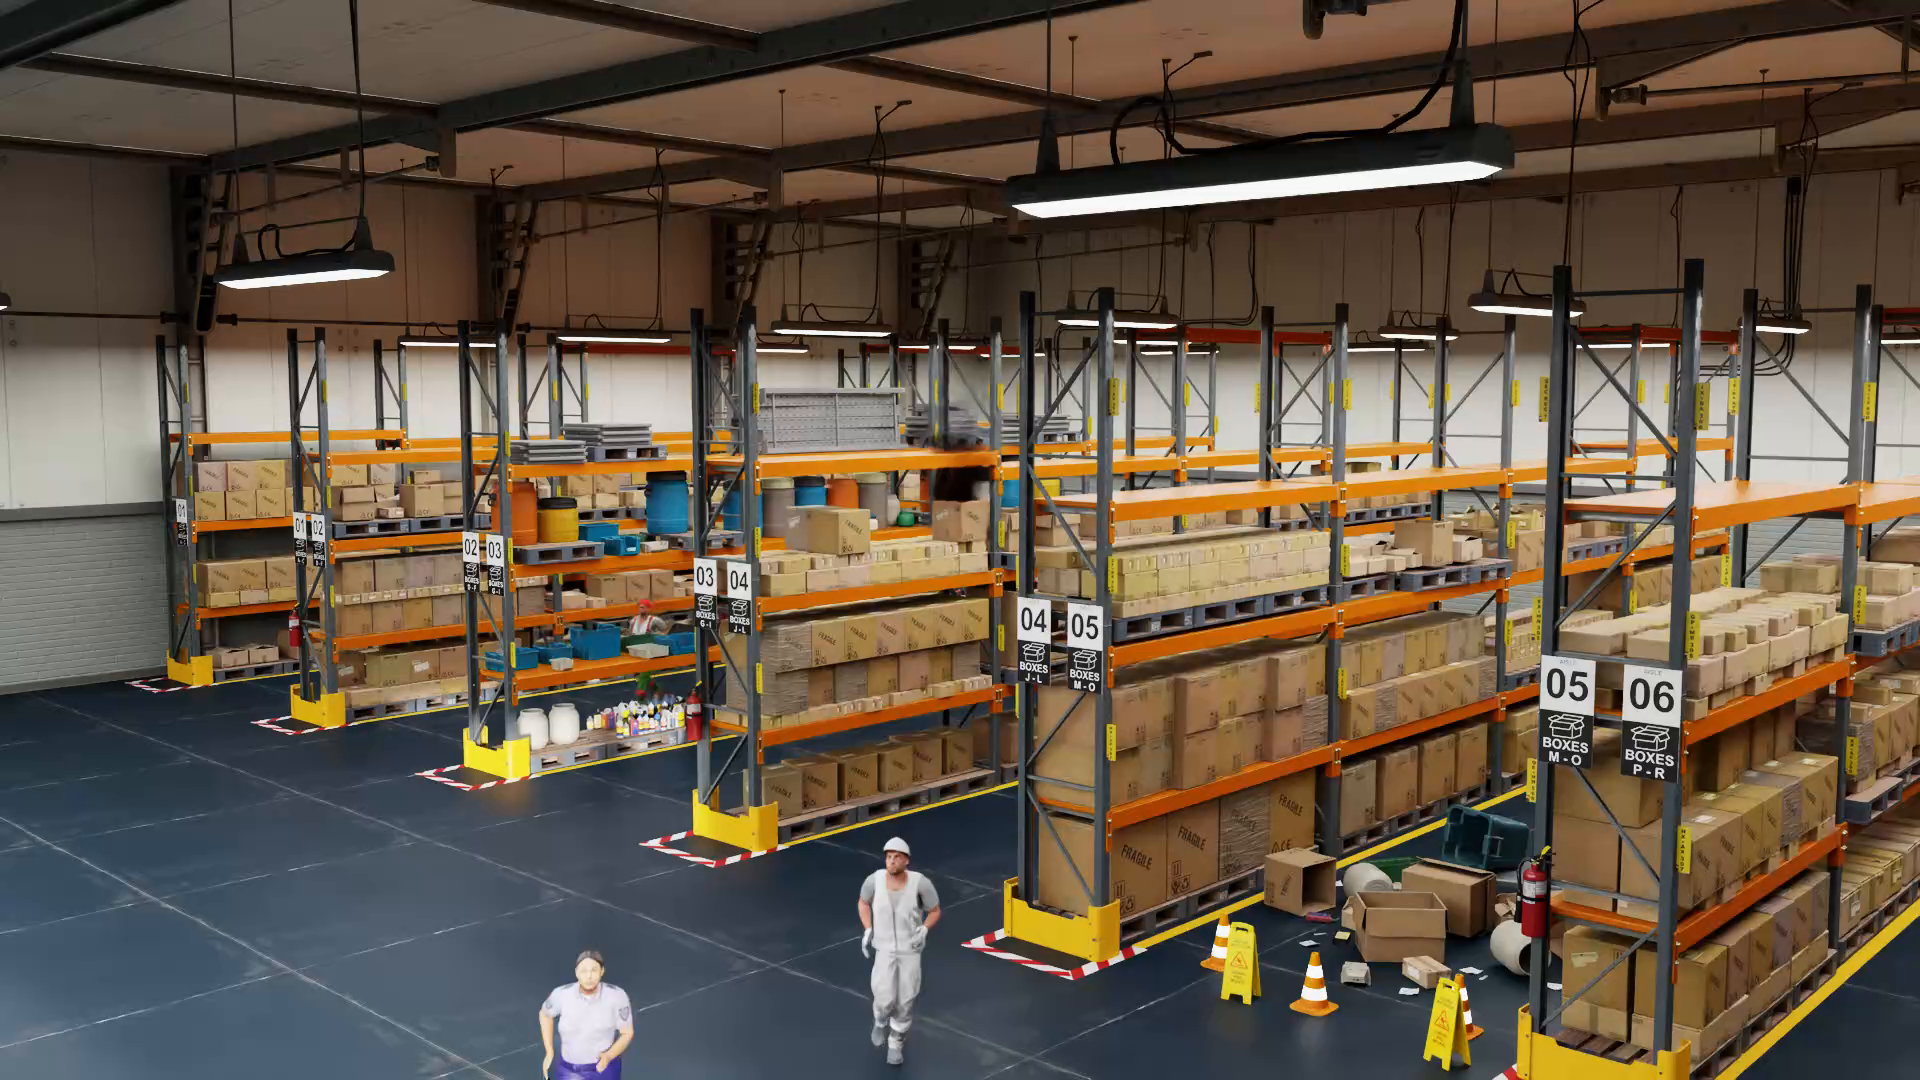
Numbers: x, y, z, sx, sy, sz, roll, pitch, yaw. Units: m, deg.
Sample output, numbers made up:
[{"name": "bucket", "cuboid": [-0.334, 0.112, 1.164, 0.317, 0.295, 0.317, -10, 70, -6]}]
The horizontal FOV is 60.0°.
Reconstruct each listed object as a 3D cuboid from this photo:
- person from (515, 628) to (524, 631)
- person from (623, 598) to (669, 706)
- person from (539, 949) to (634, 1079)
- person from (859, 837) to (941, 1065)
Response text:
[{"name": "person", "cuboid": [-7.977, 1.533, 29.686, 0.653, 1.679, 0.583, 4, 7, 39]}, {"name": "person", "cuboid": [-4.954, 1.803, 26.130, 0.654, 1.776, 0.985, 3, 6, 26]}, {"name": "person", "cuboid": [-2.342, 3.370, 10.474, 0.576, 1.613, 0.714, -1, 6, -15]}, {"name": "person", "cuboid": [-0.466, 3.115, 12.578, 0.637, 1.749, 0.607, 0, 5, 2]}]
